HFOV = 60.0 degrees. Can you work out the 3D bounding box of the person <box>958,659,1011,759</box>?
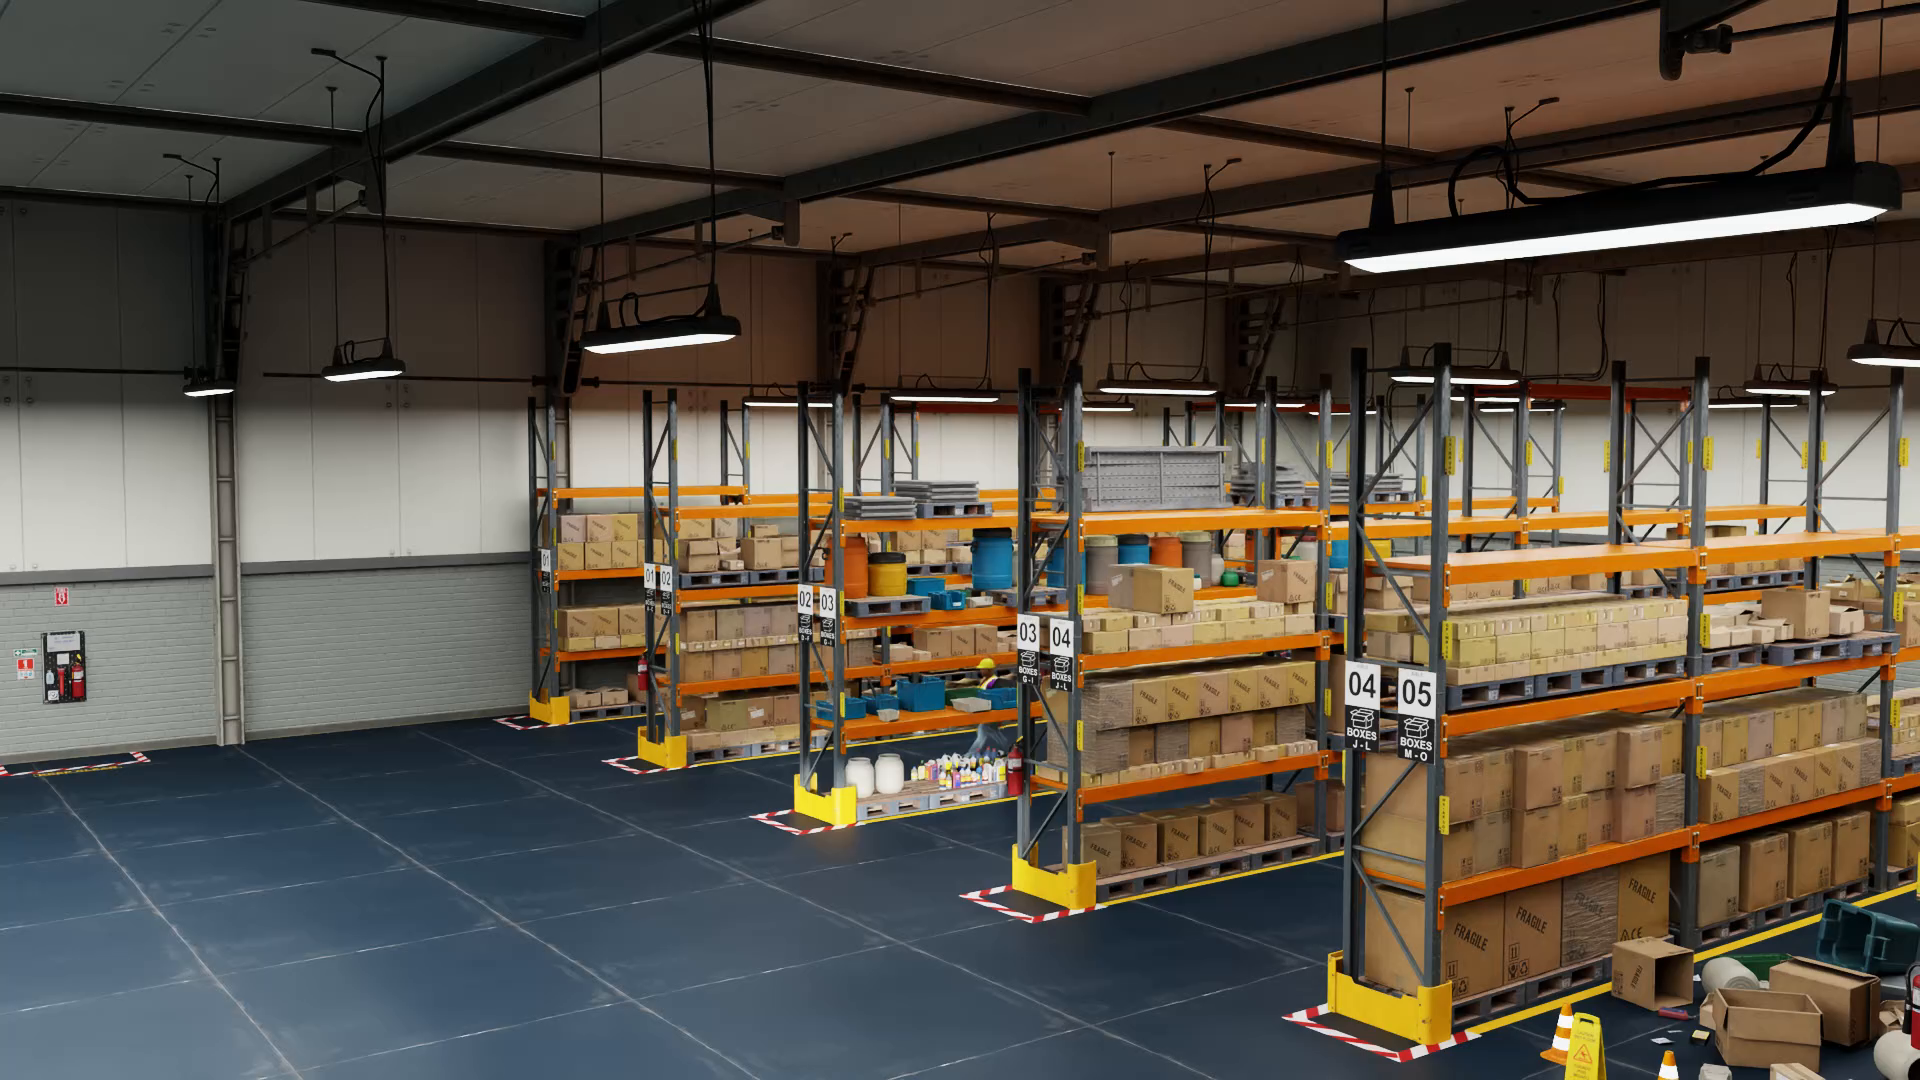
[{"bbox_3d":[0.355,2.727,26.379,1.046,1.702,0.597,0,3,-6],"label":"person"}]
